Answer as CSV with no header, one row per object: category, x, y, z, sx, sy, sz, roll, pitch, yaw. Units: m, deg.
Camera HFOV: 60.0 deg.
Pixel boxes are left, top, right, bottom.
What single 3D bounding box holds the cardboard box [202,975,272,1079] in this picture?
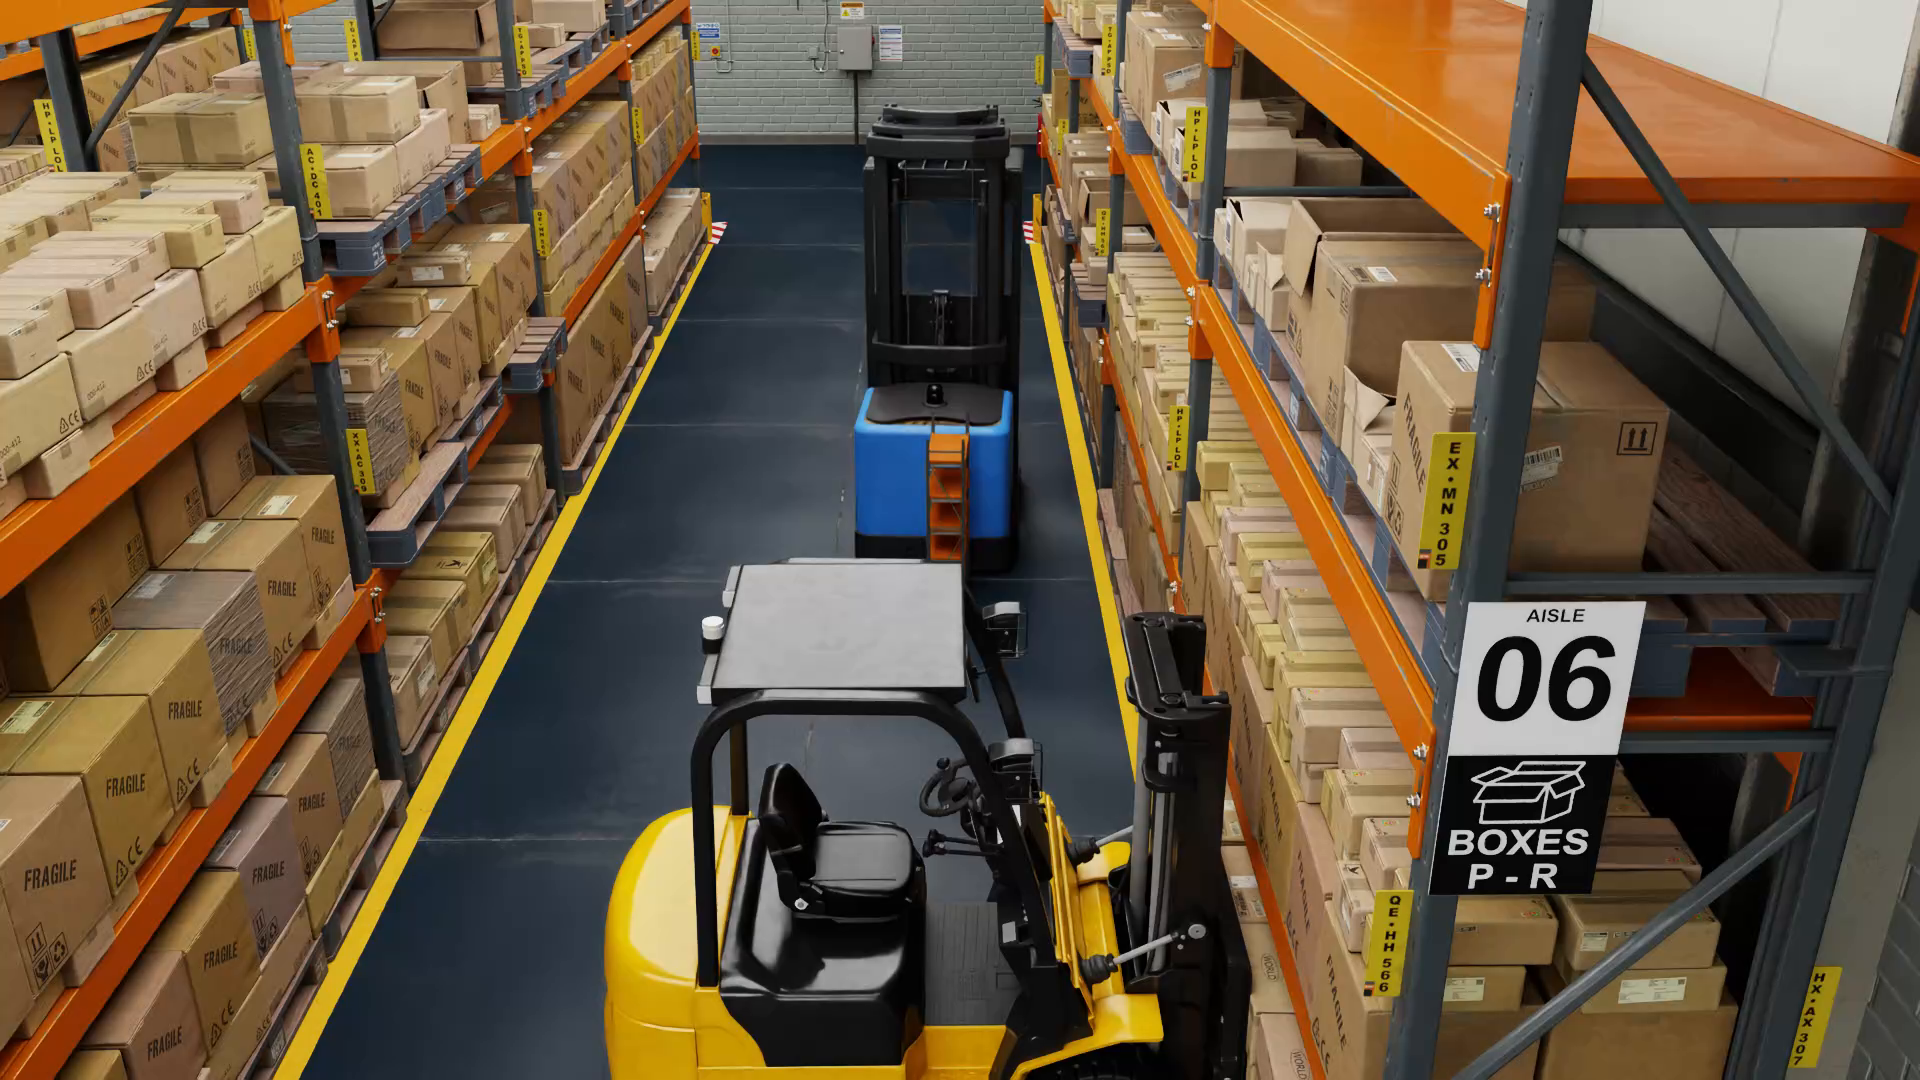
cardboard box,-3.092,1.970,6.581,0.500,0.250,0.500,1,24,3

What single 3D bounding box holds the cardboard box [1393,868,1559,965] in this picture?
cardboard box,1.406,1.030,4.563,0.380,0.149,0.250,0,24,0

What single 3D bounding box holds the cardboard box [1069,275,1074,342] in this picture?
cardboard box,1.270,-2.143,15.373,0.500,0.500,0.500,1,24,2

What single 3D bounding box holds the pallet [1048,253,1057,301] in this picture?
pallet,1.467,-2.808,17.702,1.003,0.211,1.213,0,24,-1

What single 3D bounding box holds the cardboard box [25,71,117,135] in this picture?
cardboard box,-8.184,-4.027,15.319,0.500,0.500,0.500,0,24,1

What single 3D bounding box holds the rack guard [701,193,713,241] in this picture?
rack guard,-3.518,-3.787,19.516,1.175,0.500,0.348,0,24,-1

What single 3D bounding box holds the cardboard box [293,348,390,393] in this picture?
cardboard box,-3.038,-0.834,8.176,0.380,0.149,0.250,0,24,-1

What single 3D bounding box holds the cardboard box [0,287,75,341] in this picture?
cardboard box,-3.128,-0.713,5.383,0.380,0.149,0.250,0,24,1

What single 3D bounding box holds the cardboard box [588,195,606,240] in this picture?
cardboard box,-3.179,-2.616,13.470,0.500,0.250,0.500,0,24,0

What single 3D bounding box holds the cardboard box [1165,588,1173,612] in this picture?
cardboard box,1.560,0.681,8.977,0.875,0.625,0.625,1,24,2

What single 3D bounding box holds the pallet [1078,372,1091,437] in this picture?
pallet,1.552,-1.182,14.107,1.003,0.211,1.213,0,24,-1

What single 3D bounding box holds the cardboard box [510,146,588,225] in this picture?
cardboard box,-3.196,-2.742,12.839,0.500,0.500,0.500,0,24,1

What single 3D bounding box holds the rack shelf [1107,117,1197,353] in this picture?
rack shelf,1.555,-1.858,9.451,1.077,0.370,4.000,0,24,-1

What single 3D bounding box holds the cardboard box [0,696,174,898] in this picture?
cardboard box,-3.086,0.876,5.690,0.500,0.500,0.500,-1,24,-2

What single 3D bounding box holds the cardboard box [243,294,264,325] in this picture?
cardboard box,-3.163,-0.990,6.964,0.380,0.149,0.250,0,24,0

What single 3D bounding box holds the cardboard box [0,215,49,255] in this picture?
cardboard box,-3.707,-1.131,6.308,0.380,0.149,0.250,0,24,-1

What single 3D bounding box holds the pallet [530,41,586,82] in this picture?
pallet,-3.505,-3.626,12.716,1.003,0.211,1.213,1,24,2

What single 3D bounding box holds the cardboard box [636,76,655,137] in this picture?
cardboard box,-3.236,-4.174,16.004,0.500,0.500,0.500,-1,24,-1

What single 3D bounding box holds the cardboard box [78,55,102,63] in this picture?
cardboard box,-8.700,-4.457,16.268,0.500,0.500,0.500,0,24,1

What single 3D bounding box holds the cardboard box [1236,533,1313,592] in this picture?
cardboard box,1.319,0.087,6.648,0.380,0.149,0.250,-1,24,-1

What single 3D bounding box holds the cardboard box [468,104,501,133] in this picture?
cardboard box,-3.217,-2.743,10.839,0.380,0.149,0.250,0,24,-1

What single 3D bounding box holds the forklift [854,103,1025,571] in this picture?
forklift,-0.104,-1.694,11.940,1.130,2.935,3.031,1,24,3

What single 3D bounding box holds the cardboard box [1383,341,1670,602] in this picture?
cardboard box,1.372,-0.177,4.109,0.500,0.500,0.500,1,24,1

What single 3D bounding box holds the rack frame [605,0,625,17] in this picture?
rack frame,-3.474,-6.001,14.098,1.000,3.000,0.127,0,24,-1

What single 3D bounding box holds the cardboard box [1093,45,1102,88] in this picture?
cardboard box,1.273,-3.565,12.535,0.500,0.250,0.500,0,24,-1

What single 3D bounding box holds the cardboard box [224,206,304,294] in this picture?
cardboard box,-3.112,-1.223,6.996,0.500,0.250,0.500,0,24,-1

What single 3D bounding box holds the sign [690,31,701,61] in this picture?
sign,-2.975,-5.548,18.684,0.100,0.325,0.005,0,24,-1

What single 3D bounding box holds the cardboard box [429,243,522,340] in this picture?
cardboard box,-3.131,-1.593,10.639,0.500,0.500,0.500,-1,24,-1

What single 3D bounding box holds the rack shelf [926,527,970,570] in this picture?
rack shelf,-0.076,0.072,10.780,0.258,0.148,0.480,1,24,3

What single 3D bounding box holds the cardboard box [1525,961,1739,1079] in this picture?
cardboard box,1.893,1.402,4.888,0.500,0.500,0.500,1,24,1

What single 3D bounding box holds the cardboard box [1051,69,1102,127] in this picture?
cardboard box,1.198,-4.542,17.064,0.500,0.500,0.500,0,24,1

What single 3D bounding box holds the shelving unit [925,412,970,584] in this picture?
shelving unit,-0.076,-0.170,10.671,0.258,1.200,0.503,1,24,3

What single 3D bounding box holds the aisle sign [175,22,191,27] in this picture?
aisle sign,-8.767,-6.065,18.365,0.394,0.787,0.004,0,24,-1

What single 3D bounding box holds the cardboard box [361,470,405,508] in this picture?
cardboard box,-3.077,-0.277,8.518,0.380,0.149,0.250,0,24,0

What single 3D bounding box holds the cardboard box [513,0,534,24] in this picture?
cardboard box,-3.754,-4.507,13.803,0.500,0.500,0.500,-1,24,-2

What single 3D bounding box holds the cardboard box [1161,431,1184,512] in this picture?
cardboard box,1.316,-0.355,8.471,0.500,0.250,0.500,-1,24,-2

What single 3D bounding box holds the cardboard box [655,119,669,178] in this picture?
cardboard box,-3.217,-3.920,16.656,0.500,0.500,0.500,0,24,0

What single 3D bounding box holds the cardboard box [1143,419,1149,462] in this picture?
cardboard box,1.324,-0.545,9.497,0.500,0.250,0.500,0,24,0

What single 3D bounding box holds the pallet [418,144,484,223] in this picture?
pallet,-3.301,-1.934,8.975,1.213,0.211,1.003,0,24,-1

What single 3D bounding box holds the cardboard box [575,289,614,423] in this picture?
cardboard box,-3.360,-1.495,13.484,0.875,0.875,0.875,0,24,0

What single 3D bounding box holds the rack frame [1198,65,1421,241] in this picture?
rack frame,1.577,-2.728,6.862,1.000,3.000,0.127,0,24,-1

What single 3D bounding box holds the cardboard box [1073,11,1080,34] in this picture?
cardboard box,1.102,-4.130,13.276,0.380,0.149,0.250,0,24,1

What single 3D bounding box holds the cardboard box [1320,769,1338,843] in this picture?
cardboard box,1.371,0.856,5.309,0.380,0.149,0.250,0,24,-1

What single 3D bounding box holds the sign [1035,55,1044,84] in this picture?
sign,0.903,-5.332,18.848,0.100,0.325,0.005,0,24,-1

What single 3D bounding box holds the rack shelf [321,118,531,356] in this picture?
rack shelf,-3.408,-1.834,9.398,1.077,0.370,4.000,0,24,-1

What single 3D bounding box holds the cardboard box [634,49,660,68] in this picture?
cardboard box,-3.215,-4.823,16.652,0.380,0.149,0.250,0,24,0

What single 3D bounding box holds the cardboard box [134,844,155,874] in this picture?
cardboard box,-3.134,1.117,5.944,0.380,0.149,0.250,1,24,1

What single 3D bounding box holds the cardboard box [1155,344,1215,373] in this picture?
cardboard box,1.308,-1.002,9.417,0.380,0.149,0.250,0,24,0

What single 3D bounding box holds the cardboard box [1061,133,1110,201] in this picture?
cardboard box,1.271,-3.328,14.837,0.700,0.500,0.500,0,24,1

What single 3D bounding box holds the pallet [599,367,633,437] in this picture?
pallet,-3.374,-1.175,14.093,1.003,0.211,1.213,0,24,-1

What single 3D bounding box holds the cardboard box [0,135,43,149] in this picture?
cardboard box,-8.710,-3.583,15.549,0.500,0.500,0.500,0,24,0

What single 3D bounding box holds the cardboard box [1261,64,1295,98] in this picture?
cardboard box,1.797,-2.881,10.391,0.500,0.250,0.500,0,24,-1

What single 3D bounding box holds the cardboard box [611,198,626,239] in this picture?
cardboard box,-3.212,-2.806,14.495,0.500,0.250,0.500,-1,24,-1

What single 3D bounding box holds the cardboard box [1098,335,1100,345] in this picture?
cardboard box,1.321,-1.626,13.442,0.380,0.149,0.250,-1,24,-1

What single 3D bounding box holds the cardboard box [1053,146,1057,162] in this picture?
cardboard box,1.163,-4.049,17.367,0.380,0.149,0.250,0,24,1

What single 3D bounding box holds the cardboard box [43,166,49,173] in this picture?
cardboard box,-8.221,-3.253,14.737,0.380,0.149,0.250,0,24,1

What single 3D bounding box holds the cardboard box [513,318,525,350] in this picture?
cardboard box,-3.068,-1.348,10.886,0.380,0.149,0.250,0,24,-1

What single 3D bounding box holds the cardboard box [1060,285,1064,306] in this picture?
cardboard box,1.190,-2.412,16.393,0.380,0.149,0.250,-1,24,-2
